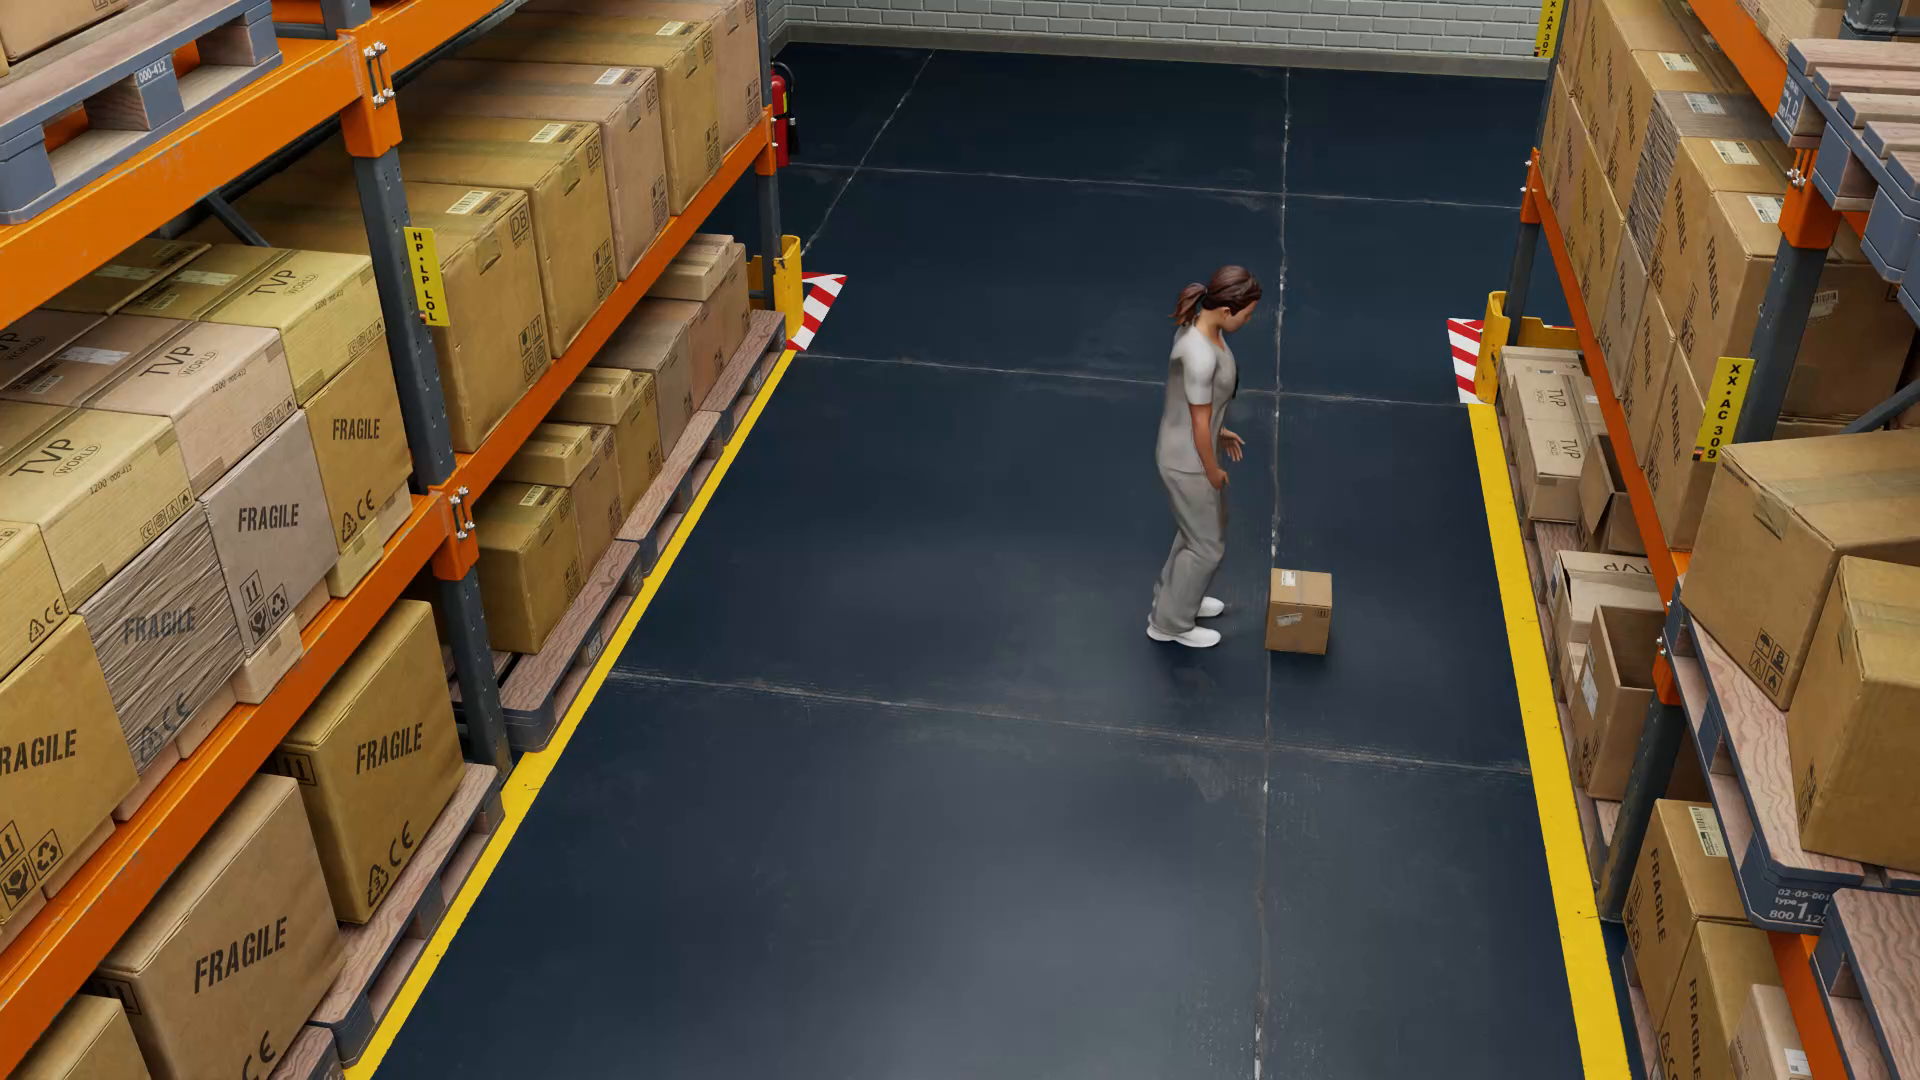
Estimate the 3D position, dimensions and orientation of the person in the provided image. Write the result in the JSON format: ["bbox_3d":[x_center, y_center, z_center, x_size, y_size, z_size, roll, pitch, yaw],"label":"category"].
[{"bbox_3d":[0.970,-0.332,6.720,0.354,1.620,0.456,6,33,9],"label":"person"}]
